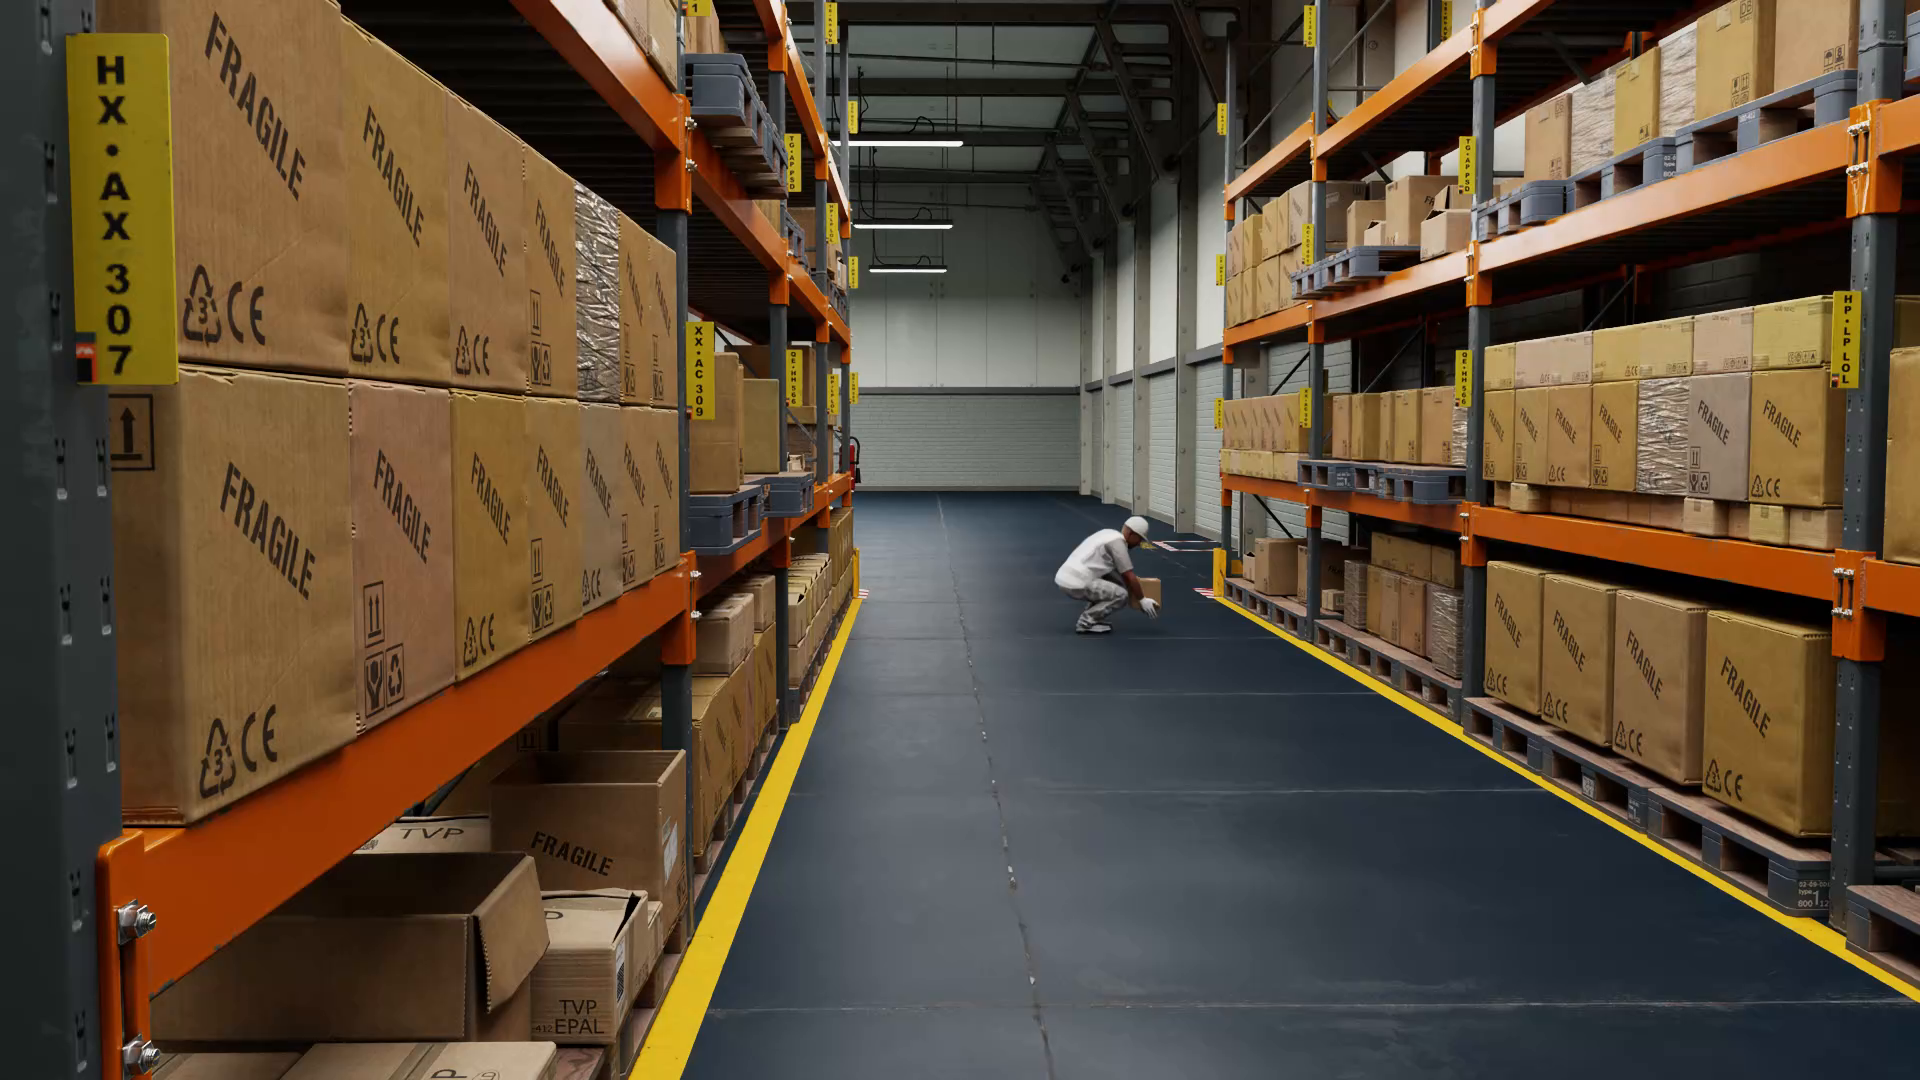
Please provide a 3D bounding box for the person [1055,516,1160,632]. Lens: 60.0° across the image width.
[{"bbox_3d":[1.283,0.297,14.544,0.901,1.004,0.565,0,4,-2],"label":"person"}]
